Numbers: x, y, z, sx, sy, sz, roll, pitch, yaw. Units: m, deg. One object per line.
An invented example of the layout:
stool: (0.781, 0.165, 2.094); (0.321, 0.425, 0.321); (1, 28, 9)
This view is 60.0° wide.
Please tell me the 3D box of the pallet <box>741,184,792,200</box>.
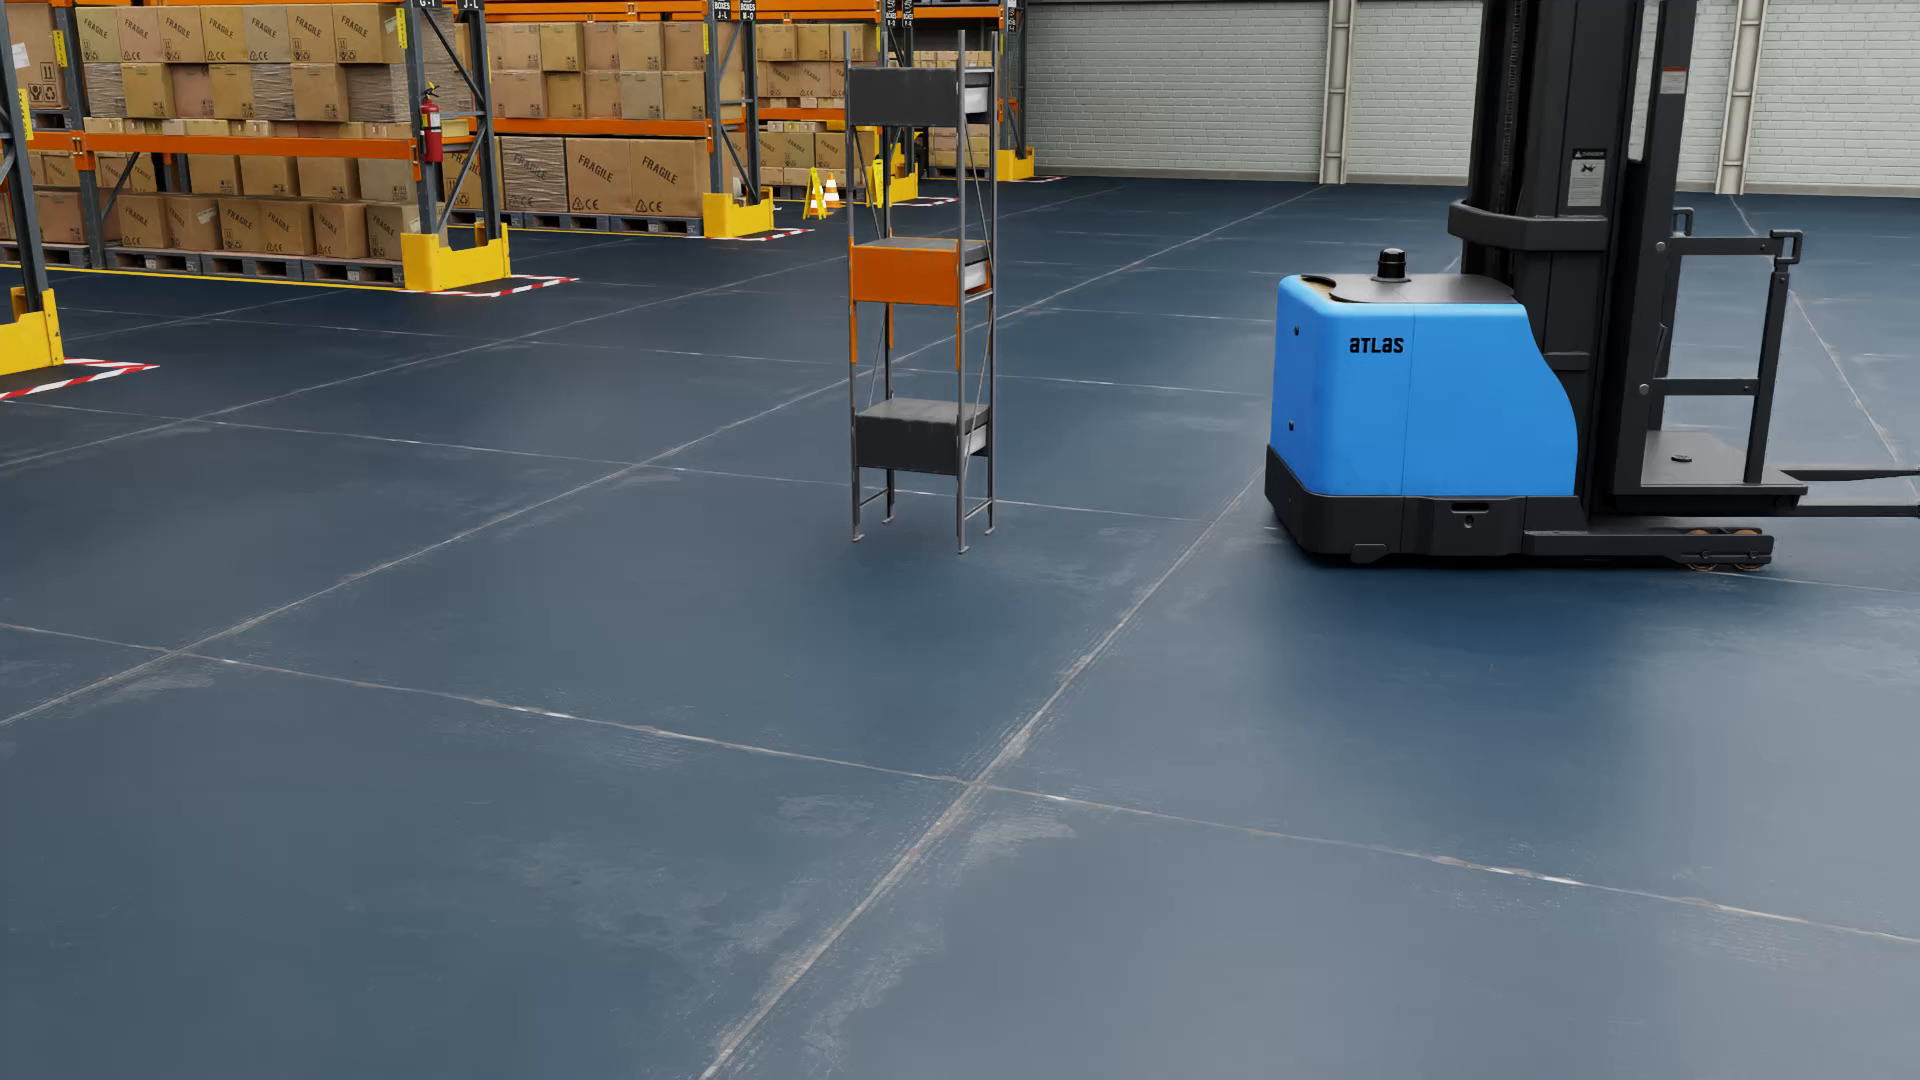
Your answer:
pallet: (-2.855, -5.261, 24.918); (1.213, 0.211, 1.003); (6, 17, 21)

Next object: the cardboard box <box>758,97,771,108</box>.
cardboard box: (-2.752, -6.399, 24.285); (0.250, 0.149, 0.380); (6, 17, 21)

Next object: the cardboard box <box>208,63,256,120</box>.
cardboard box: (-6.468, -4.196, 15.534); (0.500, 0.500, 0.875); (6, 17, 21)

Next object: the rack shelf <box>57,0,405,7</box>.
rack shelf: (-6.407, -5.105, 15.287); (4.000, 0.370, 1.077); (6, 17, 21)

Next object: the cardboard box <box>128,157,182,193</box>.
cardboard box: (-10.783, -4.900, 22.403); (0.500, 0.500, 0.500); (6, 17, 20)

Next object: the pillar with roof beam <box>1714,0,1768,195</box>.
pillar with roof beam: (10.174, -8.505, 20.329); (0.400, 9.000, 9.100); (6, 17, 21)

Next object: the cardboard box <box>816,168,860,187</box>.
cardboard box: (-1.784, -5.272, 24.131); (0.500, 0.250, 0.500); (6, 17, 20)

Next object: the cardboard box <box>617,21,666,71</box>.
cardboard box: (-3.509, -5.752, 19.401); (0.550, 0.550, 0.875); (6, 17, 21)

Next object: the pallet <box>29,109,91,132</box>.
pallet: (-8.925, -4.238, 16.736); (1.213, 0.211, 1.003); (6, 17, 21)

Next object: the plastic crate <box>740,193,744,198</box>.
plastic crate: (-3.472, -5.009, 24.284); (0.583, 0.080, 0.402); (0, 16, 1)

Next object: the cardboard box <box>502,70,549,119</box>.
cardboard box: (-5.027, -5.391, 20.096); (0.550, 0.550, 0.875); (6, 17, 21)

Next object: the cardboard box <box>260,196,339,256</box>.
cardboard box: (-6.266, -2.996, 15.843); (0.500, 0.500, 0.500); (8, 18, 26)

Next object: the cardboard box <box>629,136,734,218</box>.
cardboard box: (-3.288, -4.315, 19.713); (0.875, 0.875, 0.875); (6, 17, 21)

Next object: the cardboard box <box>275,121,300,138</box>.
cardboard box: (-6.057, -3.784, 15.277); (0.250, 0.149, 0.380); (6, 17, 21)

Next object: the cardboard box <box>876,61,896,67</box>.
cardboard box: (-1.250, -6.686, 24.113); (0.500, 0.500, 0.500); (6, 17, 20)

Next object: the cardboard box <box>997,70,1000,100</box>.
cardboard box: (0.353, -7.693, 28.114); (0.500, 0.500, 0.500); (6, 17, 19)

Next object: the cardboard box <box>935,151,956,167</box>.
cardboard box: (-0.105, -6.564, 28.581); (0.500, 0.250, 0.500); (6, 17, 21)

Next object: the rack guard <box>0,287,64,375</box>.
rack guard: (-6.452, -1.316, 10.809); (0.348, 0.500, 1.175); (6, 17, 21)

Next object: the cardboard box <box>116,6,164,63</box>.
cardboard box: (-7.477, -4.723, 15.554); (0.500, 0.500, 0.500); (6, 17, 21)

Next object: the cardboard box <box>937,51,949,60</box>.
cardboard box: (-0.202, -8.229, 28.263); (0.250, 0.149, 0.380); (6, 17, 21)

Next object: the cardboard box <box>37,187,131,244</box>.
cardboard box: (-8.831, -3.293, 16.832); (0.500, 0.500, 0.700); (5, 17, 16)

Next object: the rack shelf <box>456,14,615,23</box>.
rack shelf: (-8.395, -9.781, 31.395); (4.000, 0.370, 1.077); (6, 17, 21)

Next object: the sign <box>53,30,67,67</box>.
sign: (-8.468, -4.626, 15.651); (0.005, 0.325, 0.100); (6, 17, 21)

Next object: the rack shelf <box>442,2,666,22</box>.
rack shelf: (-6.492, -8.084, 25.550); (4.000, 0.370, 1.077); (6, 17, 21)

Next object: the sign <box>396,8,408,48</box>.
sign: (-4.769, -4.371, 14.206); (0.005, 0.325, 0.100); (6, 17, 21)

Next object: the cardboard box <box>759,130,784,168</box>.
cardboard box: (-2.705, -5.737, 24.388); (0.500, 0.500, 0.500); (6, 17, 19)

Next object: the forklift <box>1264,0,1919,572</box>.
forklift: (2.913, -1.429, 6.838); (3.031, 2.935, 1.130); (0, 16, 0)

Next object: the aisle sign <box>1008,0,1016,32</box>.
aisle sign: (0.860, -8.829, 27.541); (0.004, 0.787, 0.394); (6, 17, 21)

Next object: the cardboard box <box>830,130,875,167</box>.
cardboard box: (-1.582, -5.773, 24.513); (0.500, 0.500, 0.500); (6, 17, 19)

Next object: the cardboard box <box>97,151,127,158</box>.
cardboard box: (-11.281, -5.312, 22.475); (0.500, 0.250, 0.500); (7, 17, 21)

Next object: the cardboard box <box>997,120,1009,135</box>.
cardboard box: (0.529, -7.123, 28.713); (0.500, 0.250, 0.500); (6, 17, 20)

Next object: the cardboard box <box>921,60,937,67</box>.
cardboard box: (-0.478, -8.090, 28.316); (0.250, 0.149, 0.380); (6, 17, 19)

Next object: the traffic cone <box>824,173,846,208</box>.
traffic cone: (-1.784, -4.866, 23.106); (0.334, 0.463, 0.336); (6, 17, 21)

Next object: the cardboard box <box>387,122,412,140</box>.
cardboard box: (-4.888, -3.660, 14.851); (0.250, 0.149, 0.380); (6, 17, 21)

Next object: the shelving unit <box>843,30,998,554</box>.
shelving unit: (-0.154, -1.025, 6.939); (0.503, 2.100, 0.431); (6, 17, 21)

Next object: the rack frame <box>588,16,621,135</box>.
rack frame: (-6.535, -8.481, 31.008); (0.127, 3.000, 1.000); (6, 17, 21)

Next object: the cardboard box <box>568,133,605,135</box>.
cardboard box: (-7.007, -7.470, 31.255); (0.500, 0.500, 0.500); (7, 18, 22)

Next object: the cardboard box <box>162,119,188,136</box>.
cardboard box: (-7.254, -3.887, 15.633); (0.250, 0.149, 0.380); (6, 17, 21)

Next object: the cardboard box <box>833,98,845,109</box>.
cardboard box: (-1.613, -6.234, 23.719); (0.250, 0.149, 0.380); (6, 17, 20)

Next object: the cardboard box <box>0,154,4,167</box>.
cardboard box: (-13.206, -5.165, 23.317); (0.500, 0.500, 0.500); (7, 18, 23)

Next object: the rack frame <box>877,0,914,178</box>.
rack frame: (-0.911, -6.375, 23.753); (0.127, 3.000, 1.000); (6, 17, 21)

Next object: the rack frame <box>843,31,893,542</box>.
rack frame: (-0.381, -1.050, 7.025); (0.015, 2.100, 0.400); (6, 17, 21)

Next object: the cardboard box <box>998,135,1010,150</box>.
cardboard box: (0.546, -6.886, 28.796); (0.500, 0.250, 0.500); (7, 17, 22)

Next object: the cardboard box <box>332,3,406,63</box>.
cardboard box: (-5.149, -4.468, 14.678); (0.500, 0.500, 0.500); (6, 17, 21)

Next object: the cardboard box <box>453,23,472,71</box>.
cardboard box: (-6.023, -6.034, 20.373); (0.550, 0.550, 0.875); (6, 17, 21)
